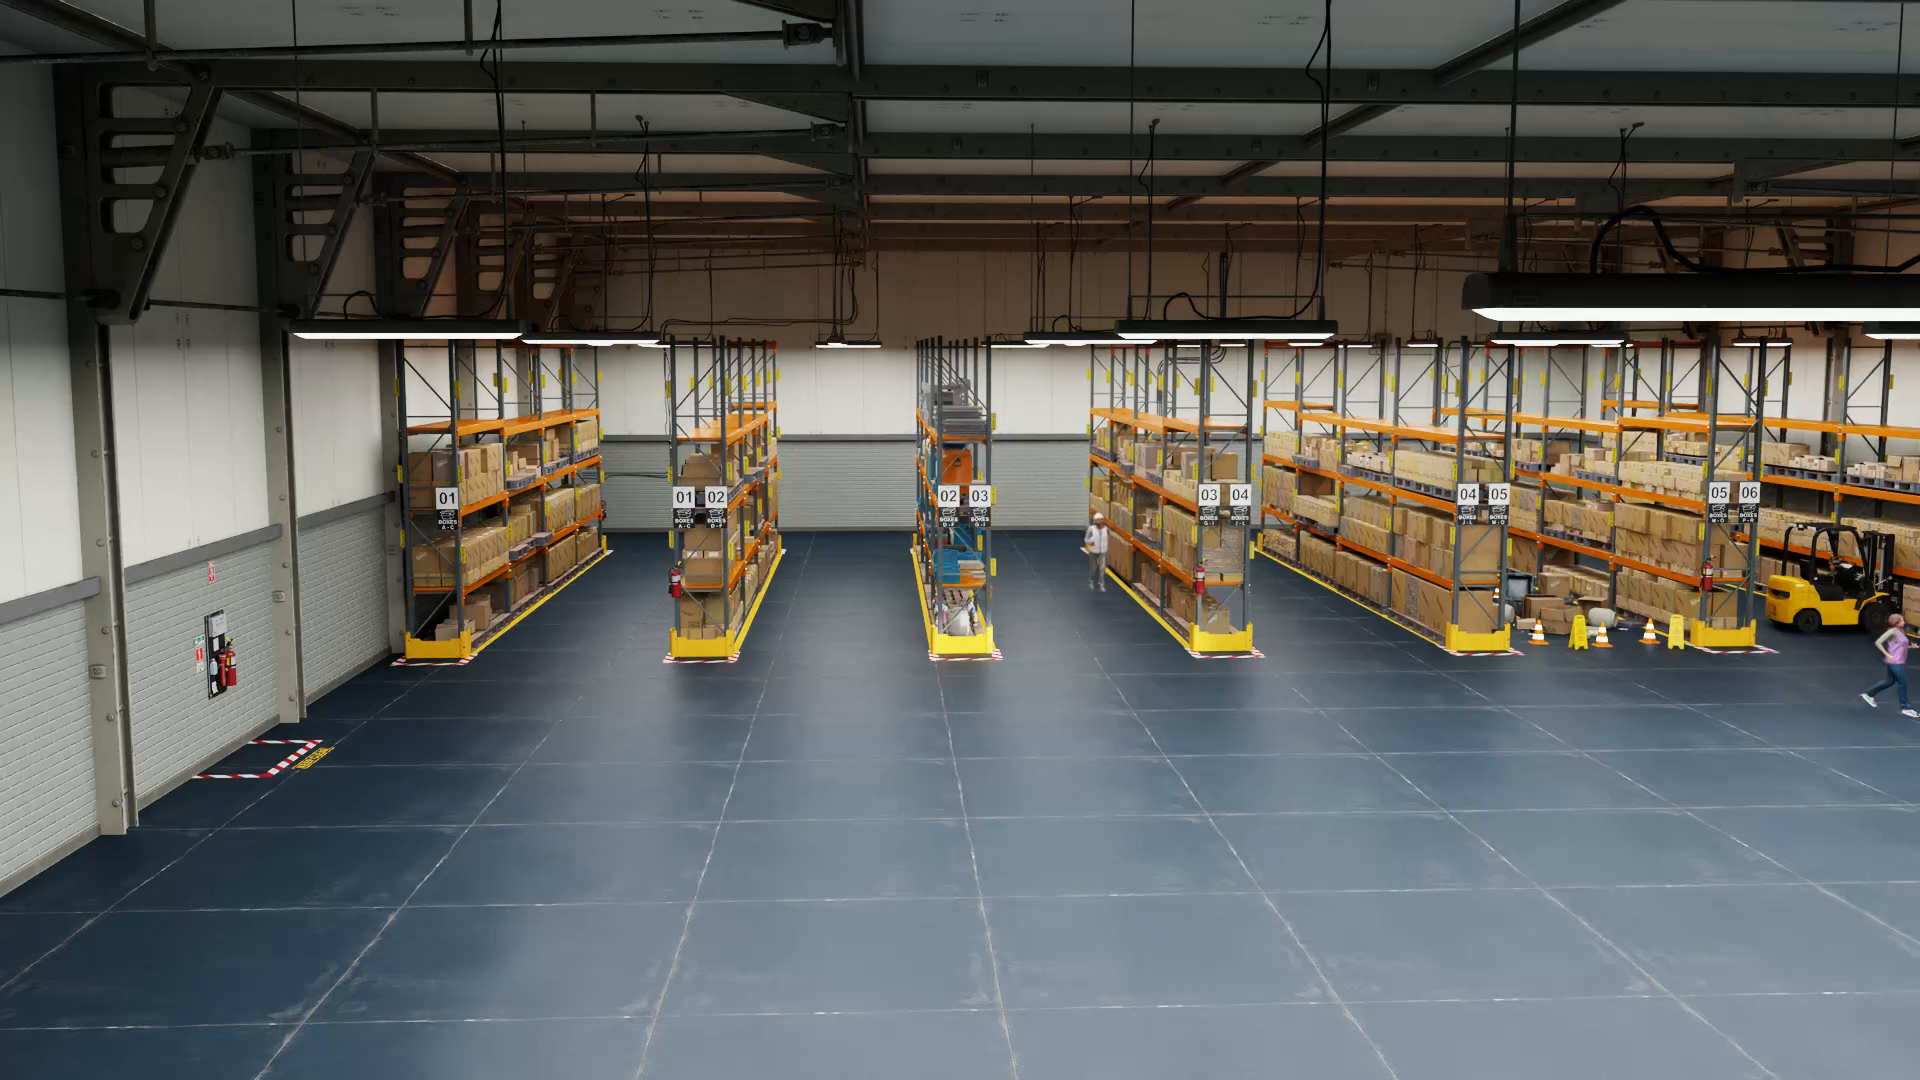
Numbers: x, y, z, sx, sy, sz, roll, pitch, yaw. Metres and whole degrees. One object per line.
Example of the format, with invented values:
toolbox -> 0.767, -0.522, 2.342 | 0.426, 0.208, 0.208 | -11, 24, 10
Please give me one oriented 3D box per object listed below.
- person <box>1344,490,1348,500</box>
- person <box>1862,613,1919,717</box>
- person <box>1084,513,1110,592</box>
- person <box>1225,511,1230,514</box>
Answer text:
person -> 11.378, -0.674, 49.302 | 0.824, 1.604, 0.620 | 0, 7, -3
person -> 14.673, 2.055, 26.159 | 0.889, 1.366, 0.483 | 6, 9, 43
person -> 3.135, 0.270, 37.795 | 0.646, 1.795, 0.859 | -1, 7, -10
person -> 7.441, -0.417, 46.659 | 0.773, 1.702, 0.747 | 1, 7, 12
